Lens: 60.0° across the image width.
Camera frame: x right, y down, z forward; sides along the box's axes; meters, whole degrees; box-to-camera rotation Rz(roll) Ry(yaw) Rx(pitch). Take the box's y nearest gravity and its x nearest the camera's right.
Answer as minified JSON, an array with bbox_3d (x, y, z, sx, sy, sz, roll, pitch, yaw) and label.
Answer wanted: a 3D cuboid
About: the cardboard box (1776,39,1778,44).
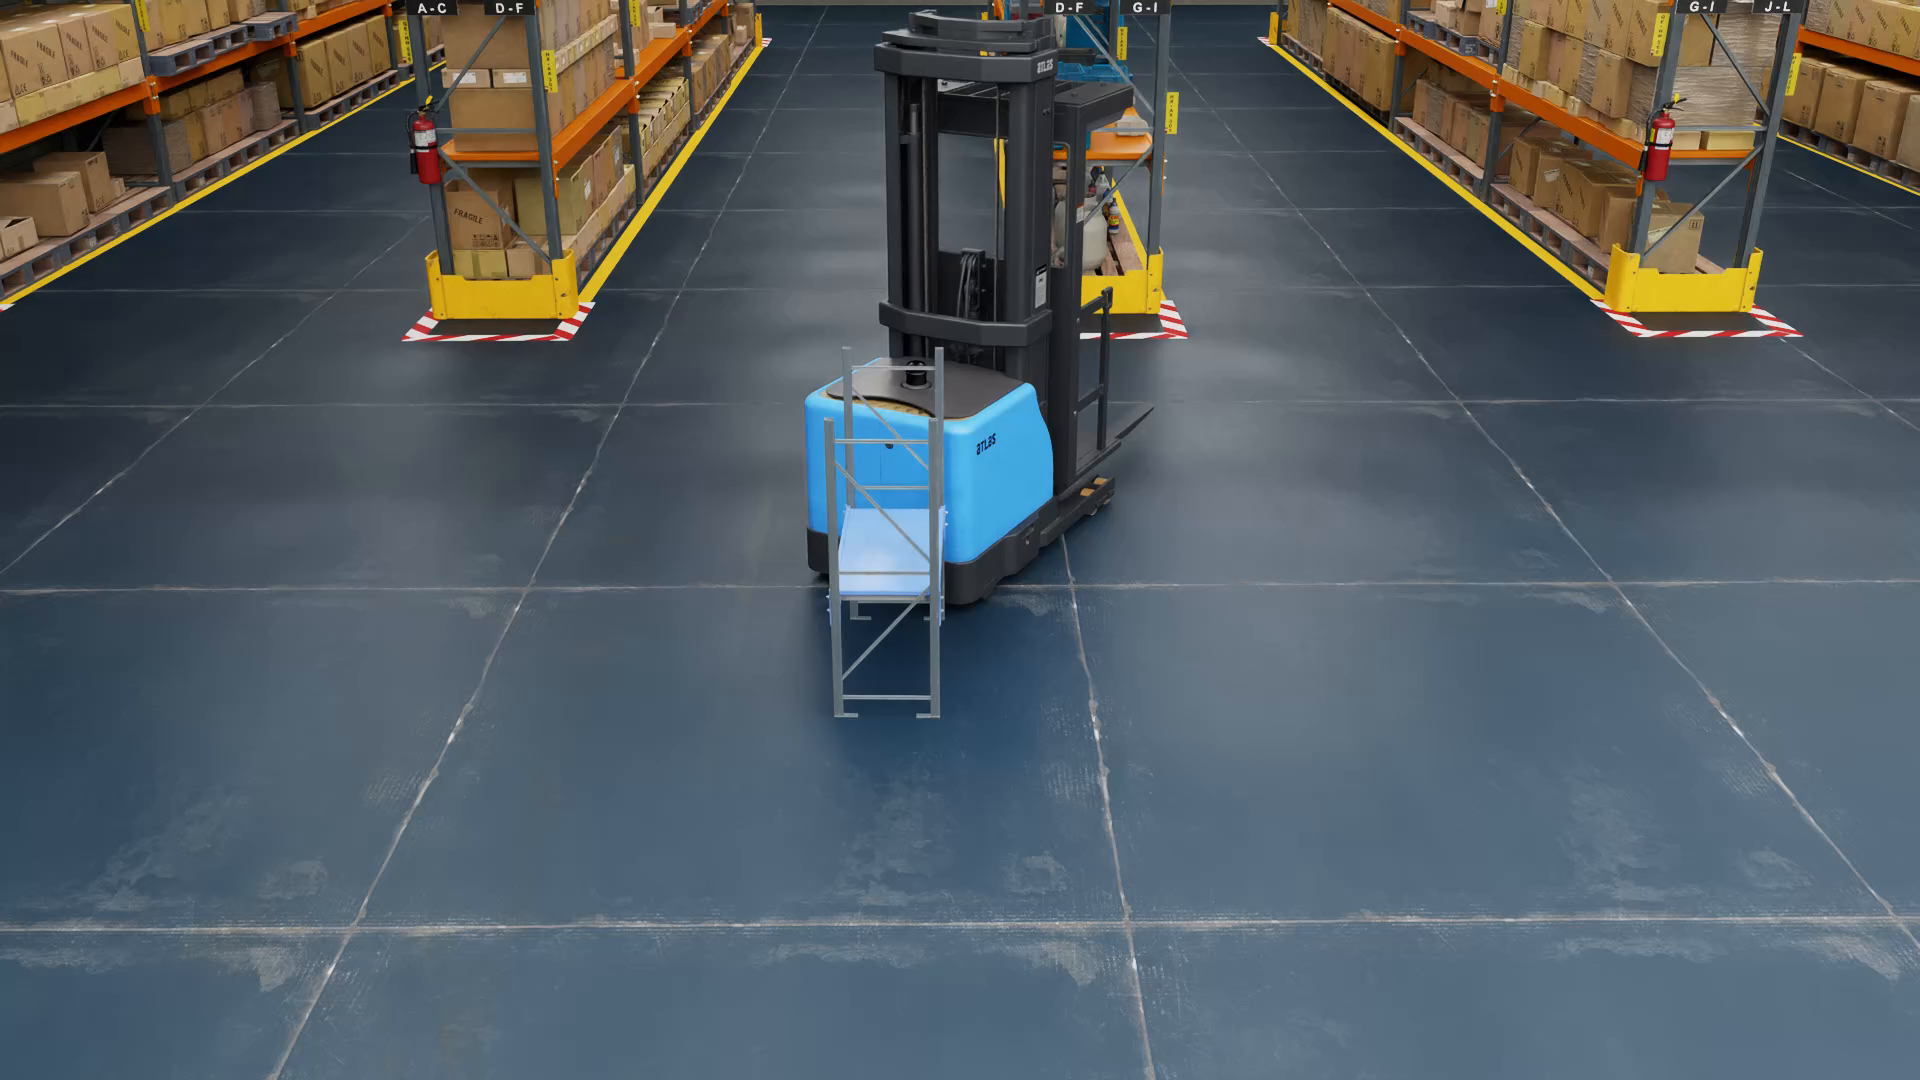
[{"bbox_3d":[10.687,-6.485,22.062,0.500,0.250,0.500,0,24,0],"label":"cardboard box"}]

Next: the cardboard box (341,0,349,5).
[{"bbox_3d":[-8.633,-7.436,22.831,0.380,0.149,0.250,-1,24,-2],"label":"cardboard box"}]

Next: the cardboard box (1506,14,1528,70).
[{"bbox_3d":[5.999,-4.968,16.613,0.875,0.500,0.500,0,24,-1],"label":"cardboard box"}]

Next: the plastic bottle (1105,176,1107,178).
[{"bbox_3d":[1.444,-3.503,16.619,0.061,0.283,0.133,1,24,3],"label":"plastic bottle"}]

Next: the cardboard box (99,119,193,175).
[{"bbox_3d":[-8.827,-4.271,18.053,0.700,0.500,0.500,1,24,1],"label":"cardboard box"}]

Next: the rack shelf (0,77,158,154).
[{"bbox_3d":[-8.781,-3.754,15.284,1.077,0.370,4.000,0,24,-1],"label":"rack shelf"}]

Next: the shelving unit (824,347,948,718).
[{"bbox_3d":[-0.339,-0.055,8.051,0.538,1.500,1.048,0,24,1],"label":"shelving unit"}]

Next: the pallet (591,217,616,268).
[{"bbox_3d":[-3.866,-2.828,15.746,1.003,0.211,1.213,0,24,-1],"label":"pallet"}]

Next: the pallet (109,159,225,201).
[{"bbox_3d":[-8.813,-3.956,18.242,1.003,0.211,1.213,0,24,-1],"label":"pallet"}]

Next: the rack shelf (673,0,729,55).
[{"bbox_3d":[-3.915,-7.075,22.625,1.077,0.370,4.000,0,24,-1],"label":"rack shelf"}]

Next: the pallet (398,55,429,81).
[{"bbox_3d":[-8.820,-7.246,25.515,1.003,0.211,1.213,0,24,-1],"label":"pallet"}]

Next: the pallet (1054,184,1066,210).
[{"bbox_3d":[1.069,-3.403,17.019,1.003,0.211,1.213,0,24,-1],"label":"pallet"}]

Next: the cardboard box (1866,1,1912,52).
[{"bbox_3d":[10.725,-5.839,18.898,0.500,0.500,0.500,-1,24,-1],"label":"cardboard box"}]

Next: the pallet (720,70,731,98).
[{"bbox_3d":[-3.890,-6.621,24.133,1.003,0.211,1.213,0,24,-1],"label":"pallet"}]

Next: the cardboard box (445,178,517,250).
[{"bbox_3d":[-4.109,-2.782,14.177,0.500,0.500,0.500,0,24,-1],"label":"cardboard box"}]

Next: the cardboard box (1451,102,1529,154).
[{"bbox_3d":[6.078,-4.715,19.034,0.700,0.500,0.500,-2,24,-5],"label":"cardboard box"}]

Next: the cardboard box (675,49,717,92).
[{"bbox_3d":[-3.635,-6.466,22.906,0.500,0.500,0.500,-1,24,-2],"label":"cardboard box"}]

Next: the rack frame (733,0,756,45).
[{"bbox_3d":[-3.980,-9.875,27.944,1.000,3.000,0.127,0,24,-1],"label":"rack frame"}]

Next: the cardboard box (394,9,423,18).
[{"bbox_3d":[-8.623,-8.216,26.013,0.380,0.149,0.250,-1,24,-2],"label":"cardboard box"}]

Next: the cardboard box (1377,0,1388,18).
[{"bbox_3d":[5.760,-7.075,21.631,0.500,0.500,0.500,0,24,-1],"label":"cardboard box"}]

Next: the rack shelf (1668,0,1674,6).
[{"bbox_3d":[6.078,-5.188,14.813,1.077,0.370,4.000,0,24,-1],"label":"rack shelf"}]

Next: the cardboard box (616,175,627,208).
[{"bbox_3d":[-3.630,-3.472,16.615,0.500,0.250,0.500,0,24,-1],"label":"cardboard box"}]

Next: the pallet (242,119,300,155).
[{"bbox_3d":[-8.839,-4.962,20.465,1.003,0.211,1.213,0,24,-1],"label":"pallet"}]

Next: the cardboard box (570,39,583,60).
[{"bbox_3d":[-3.611,-4.419,14.972,0.380,0.149,0.250,0,24,0],"label":"cardboard box"}]

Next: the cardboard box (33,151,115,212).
[{"bbox_3d":[-8.752,-3.540,16.437,0.500,0.500,0.500,-2,24,-5],"label":"cardboard box"}]

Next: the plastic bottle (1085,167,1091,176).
[{"bbox_3d":[1.255,-3.680,16.926,0.144,0.351,0.185,0,24,-1],"label":"plastic bottle"}]

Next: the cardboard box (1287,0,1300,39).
[{"bbox_3d":[6.012,-8.878,27.808,0.875,0.875,0.875,0,24,-1],"label":"cardboard box"}]

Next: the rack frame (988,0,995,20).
[{"bbox_3d":[0.973,-9.895,27.989,1.000,3.000,0.127,0,24,-1],"label":"rack frame"}]

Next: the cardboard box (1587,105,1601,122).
[{"bbox_3d":[5.860,-3.842,14.909,0.380,0.149,0.250,0,24,-1],"label":"cardboard box"}]

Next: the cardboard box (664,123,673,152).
[{"bbox_3d":[-3.623,-4.670,19.262,0.500,0.250,0.500,0,24,0],"label":"cardboard box"}]

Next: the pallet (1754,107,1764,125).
[{"bbox_3d":[10.966,-5.653,21.994,1.003,0.211,1.213,0,24,-1],"label":"pallet"}]

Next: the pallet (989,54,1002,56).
[{"bbox_3d":[0.970,-7.280,25.589,1.003,0.211,1.213,0,24,-1],"label":"pallet"}]

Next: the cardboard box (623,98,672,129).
[{"bbox_3d":[-3.623,-4.929,19.155,0.500,0.311,0.500,0,24,1],"label":"cardboard box"}]

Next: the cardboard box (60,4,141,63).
[{"bbox_3d":[-8.488,-4.995,16.402,0.500,0.500,0.500,0,24,-1],"label":"cardboard box"}]

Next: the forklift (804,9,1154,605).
[{"bbox_3d":[0.298,-1.562,9.647,1.130,2.935,3.031,13,27,26],"label":"forklift"}]

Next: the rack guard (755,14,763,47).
[{"bbox_3d":[-3.980,-8.705,28.389,1.175,0.500,0.348,0,24,-1],"label":"rack guard"}]

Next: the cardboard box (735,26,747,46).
[{"bbox_3d":[-3.748,-8.208,27.061,0.500,0.250,0.500,0,24,-1],"label":"cardboard box"}]

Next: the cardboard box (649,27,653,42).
[{"bbox_3d":[-3.823,-5.939,19.545,0.380,0.149,0.250,2,24,3],"label":"cardboard box"}]

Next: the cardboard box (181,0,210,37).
[{"bbox_3d":[-8.812,-5.864,18.419,0.700,0.500,0.500,3,25,7],"label":"cardboard box"}]

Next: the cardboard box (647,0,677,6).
[{"bbox_3d":[-4.013,-7.074,21.120,0.700,0.500,0.500,-9,26,-18],"label":"cardboard box"}]

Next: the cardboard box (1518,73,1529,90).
[{"bbox_3d":[5.778,-4.563,16.503,0.380,0.149,0.250,0,24,-1],"label":"cardboard box"}]

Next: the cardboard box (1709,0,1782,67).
[{"bbox_3d":[6.366,-4.189,13.677,0.500,0.500,0.500,0,24,-1],"label":"cardboard box"}]

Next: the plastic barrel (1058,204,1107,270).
[{"bbox_3d":[1.064,-2.631,14.437,0.421,0.512,0.421,0,24,0],"label":"plastic barrel"}]

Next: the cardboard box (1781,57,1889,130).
[{"bbox_3d":[10.890,-5.517,20.528,1.050,0.750,0.750,-1,24,-1],"label":"cardboard box"}]

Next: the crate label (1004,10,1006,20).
[{"bbox_3d":[0.690,-6.347,20.348,0.303,0.233,0.416,0,24,-1],"label":"crate label"}]

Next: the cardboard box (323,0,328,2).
[{"bbox_3d":[-8.597,-7.366,21.891,0.500,0.500,0.500,0,24,-1],"label":"cardboard box"}]

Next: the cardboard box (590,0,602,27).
[{"bbox_3d":[-3.832,-5.176,15.858,0.700,0.500,0.500,0,24,-1],"label":"cardboard box"}]

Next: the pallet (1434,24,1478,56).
[{"bbox_3d":[6.075,-5.718,18.986,1.003,0.211,1.213,0,24,-1],"label":"pallet"}]

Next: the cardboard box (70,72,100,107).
[{"bbox_3d":[-8.477,-4.241,15.644,0.500,0.250,0.500,0,24,-1],"label":"cardboard box"}]

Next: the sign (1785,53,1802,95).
[{"bbox_3d":[6.642,-3.722,13.288,0.100,0.325,0.005,0,24,-1],"label":"sign"}]

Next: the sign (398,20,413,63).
[{"bbox_3d":[-4.349,-3.921,13.086,0.100,0.325,0.005,0,24,-1],"label":"sign"}]

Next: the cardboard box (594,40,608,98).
[{"bbox_3d":[-3.826,-4.575,16.105,0.700,0.500,0.500,-1,24,-1],"label":"cardboard box"}]

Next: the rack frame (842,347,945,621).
[{"bbox_3d":[-0.332,-0.264,8.515,0.500,1.500,0.032,0,24,1],"label":"rack frame"}]

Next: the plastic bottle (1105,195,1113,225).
[{"bbox_3d":[1.435,-3.150,15.851,0.097,0.271,0.097,0,24,0],"label":"plastic bottle"}]

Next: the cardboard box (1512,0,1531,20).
[{"bbox_3d":[5.807,-5.423,16.405,0.500,0.500,0.500,0,24,-1],"label":"cardboard box"}]

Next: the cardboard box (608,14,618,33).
[{"bbox_3d":[-3.632,-5.160,16.611,0.380,0.149,0.250,0,24,-1],"label":"cardboard box"}]
